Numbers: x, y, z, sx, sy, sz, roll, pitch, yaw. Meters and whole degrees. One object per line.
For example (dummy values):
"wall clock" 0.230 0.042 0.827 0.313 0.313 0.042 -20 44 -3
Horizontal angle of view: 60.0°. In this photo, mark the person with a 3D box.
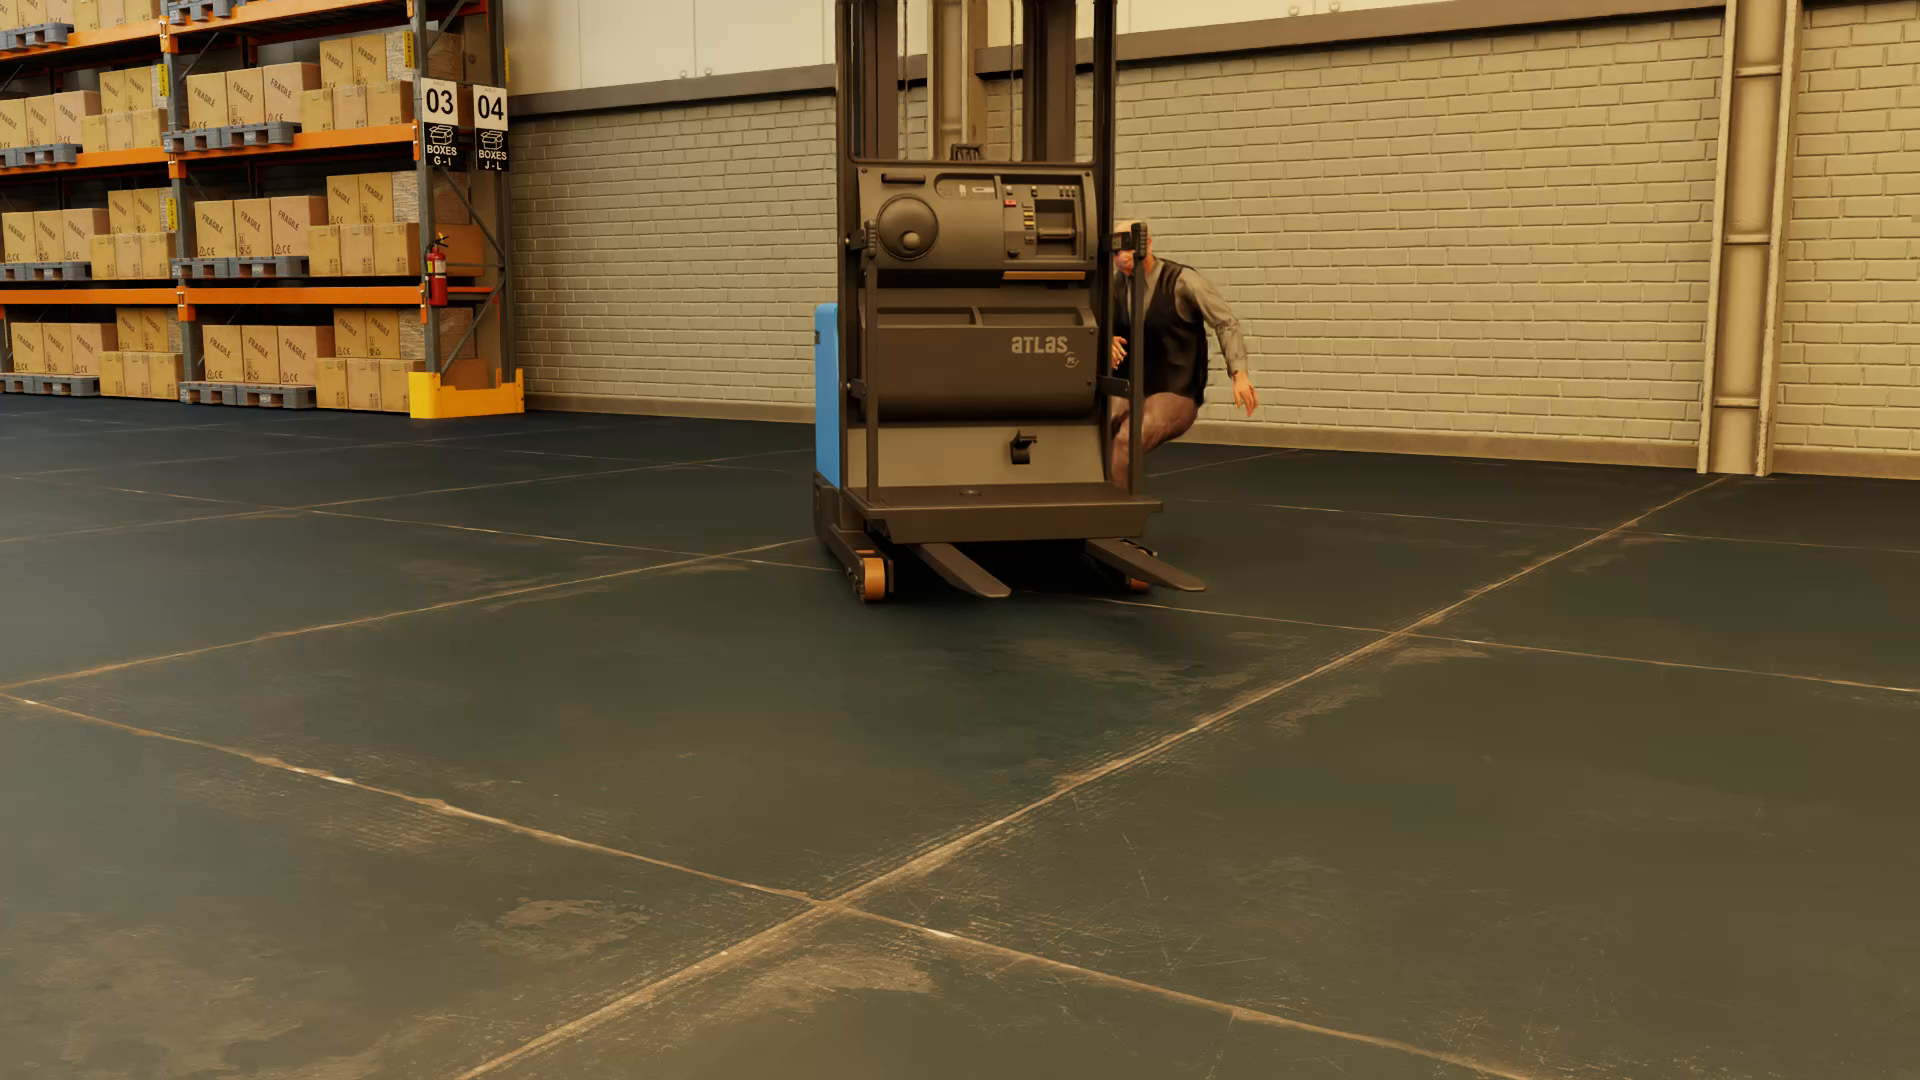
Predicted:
"person" 0.758 -0.649 7.287 0.898 1.492 0.936 5 10 33

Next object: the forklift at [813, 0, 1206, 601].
"forklift" 0.115 -1.283 6.217 1.130 2.935 3.031 -2 8 -11
